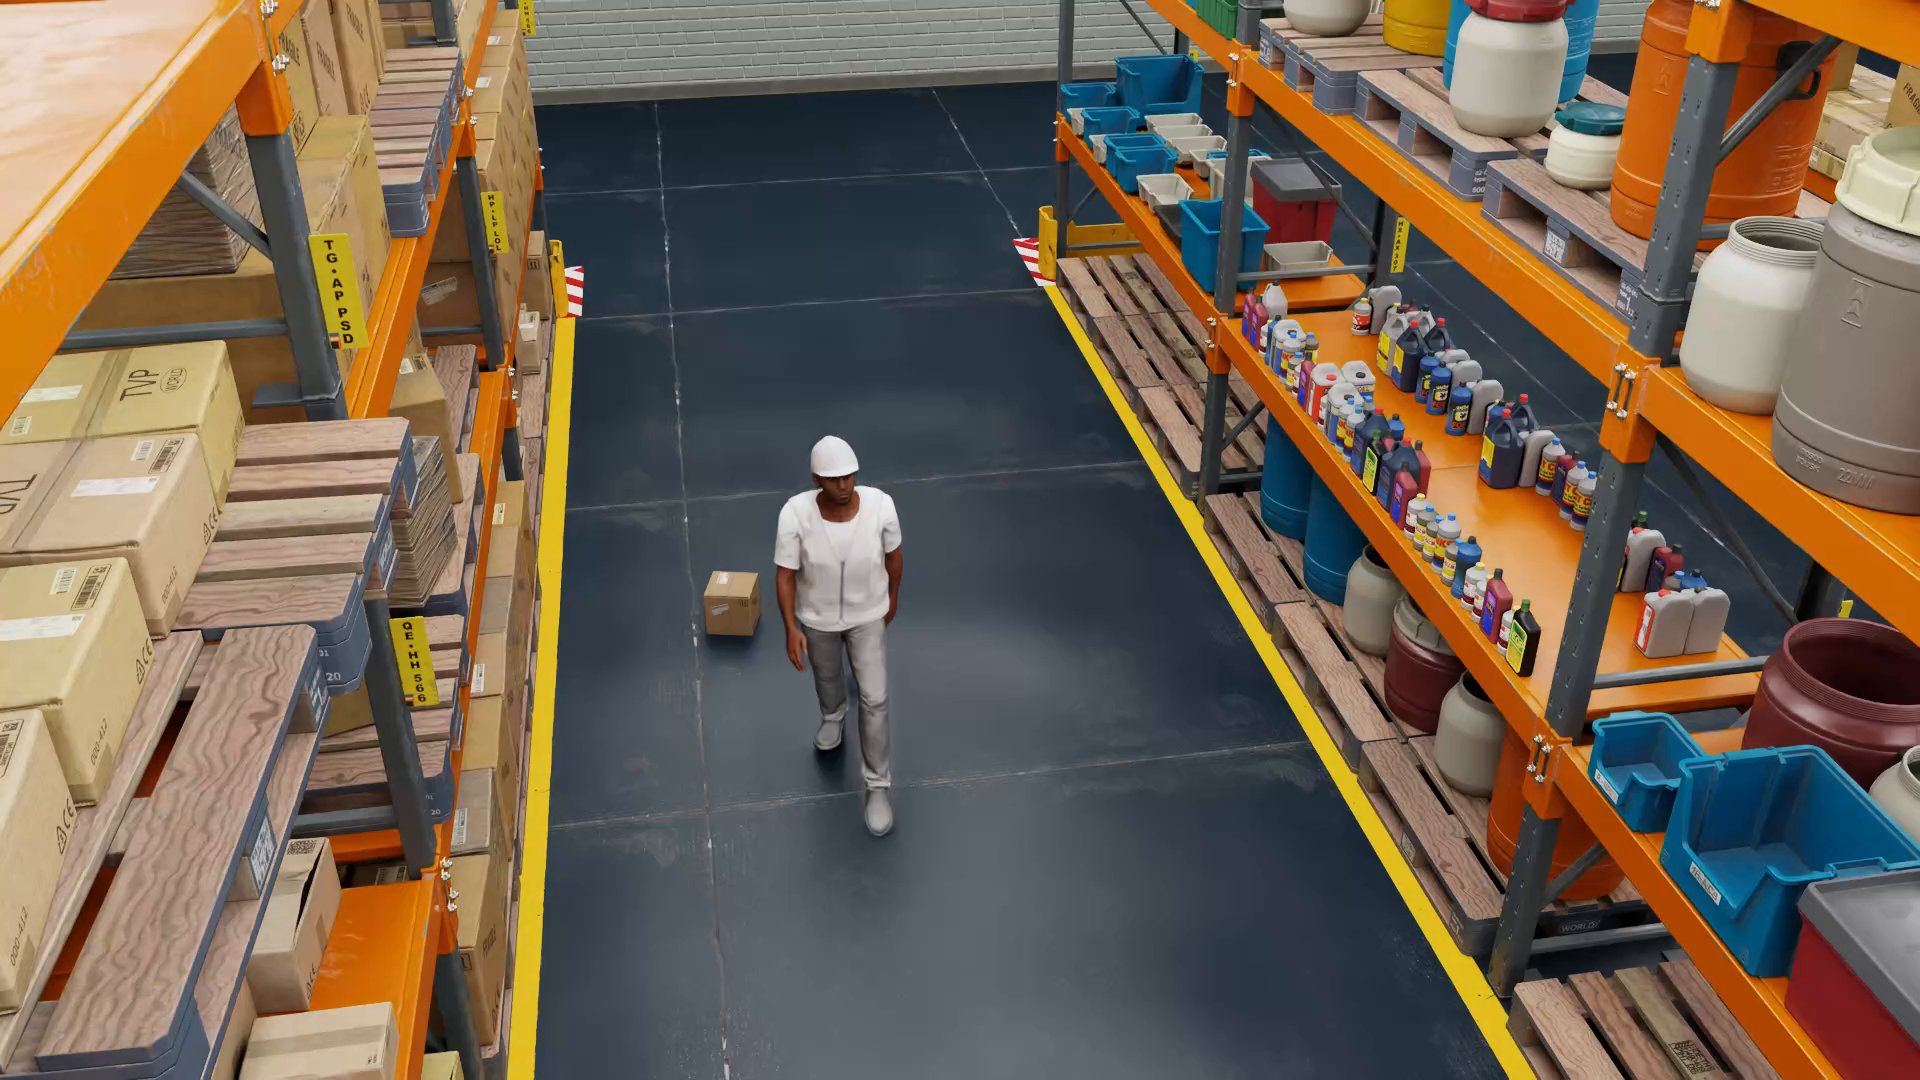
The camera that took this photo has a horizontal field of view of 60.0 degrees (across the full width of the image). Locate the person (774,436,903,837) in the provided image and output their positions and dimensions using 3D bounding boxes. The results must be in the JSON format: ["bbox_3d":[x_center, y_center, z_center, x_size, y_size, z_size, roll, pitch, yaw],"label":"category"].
[{"bbox_3d":[-0.535,0.371,7.471,0.569,1.763,0.880,-2,31,-3],"label":"person"}]
